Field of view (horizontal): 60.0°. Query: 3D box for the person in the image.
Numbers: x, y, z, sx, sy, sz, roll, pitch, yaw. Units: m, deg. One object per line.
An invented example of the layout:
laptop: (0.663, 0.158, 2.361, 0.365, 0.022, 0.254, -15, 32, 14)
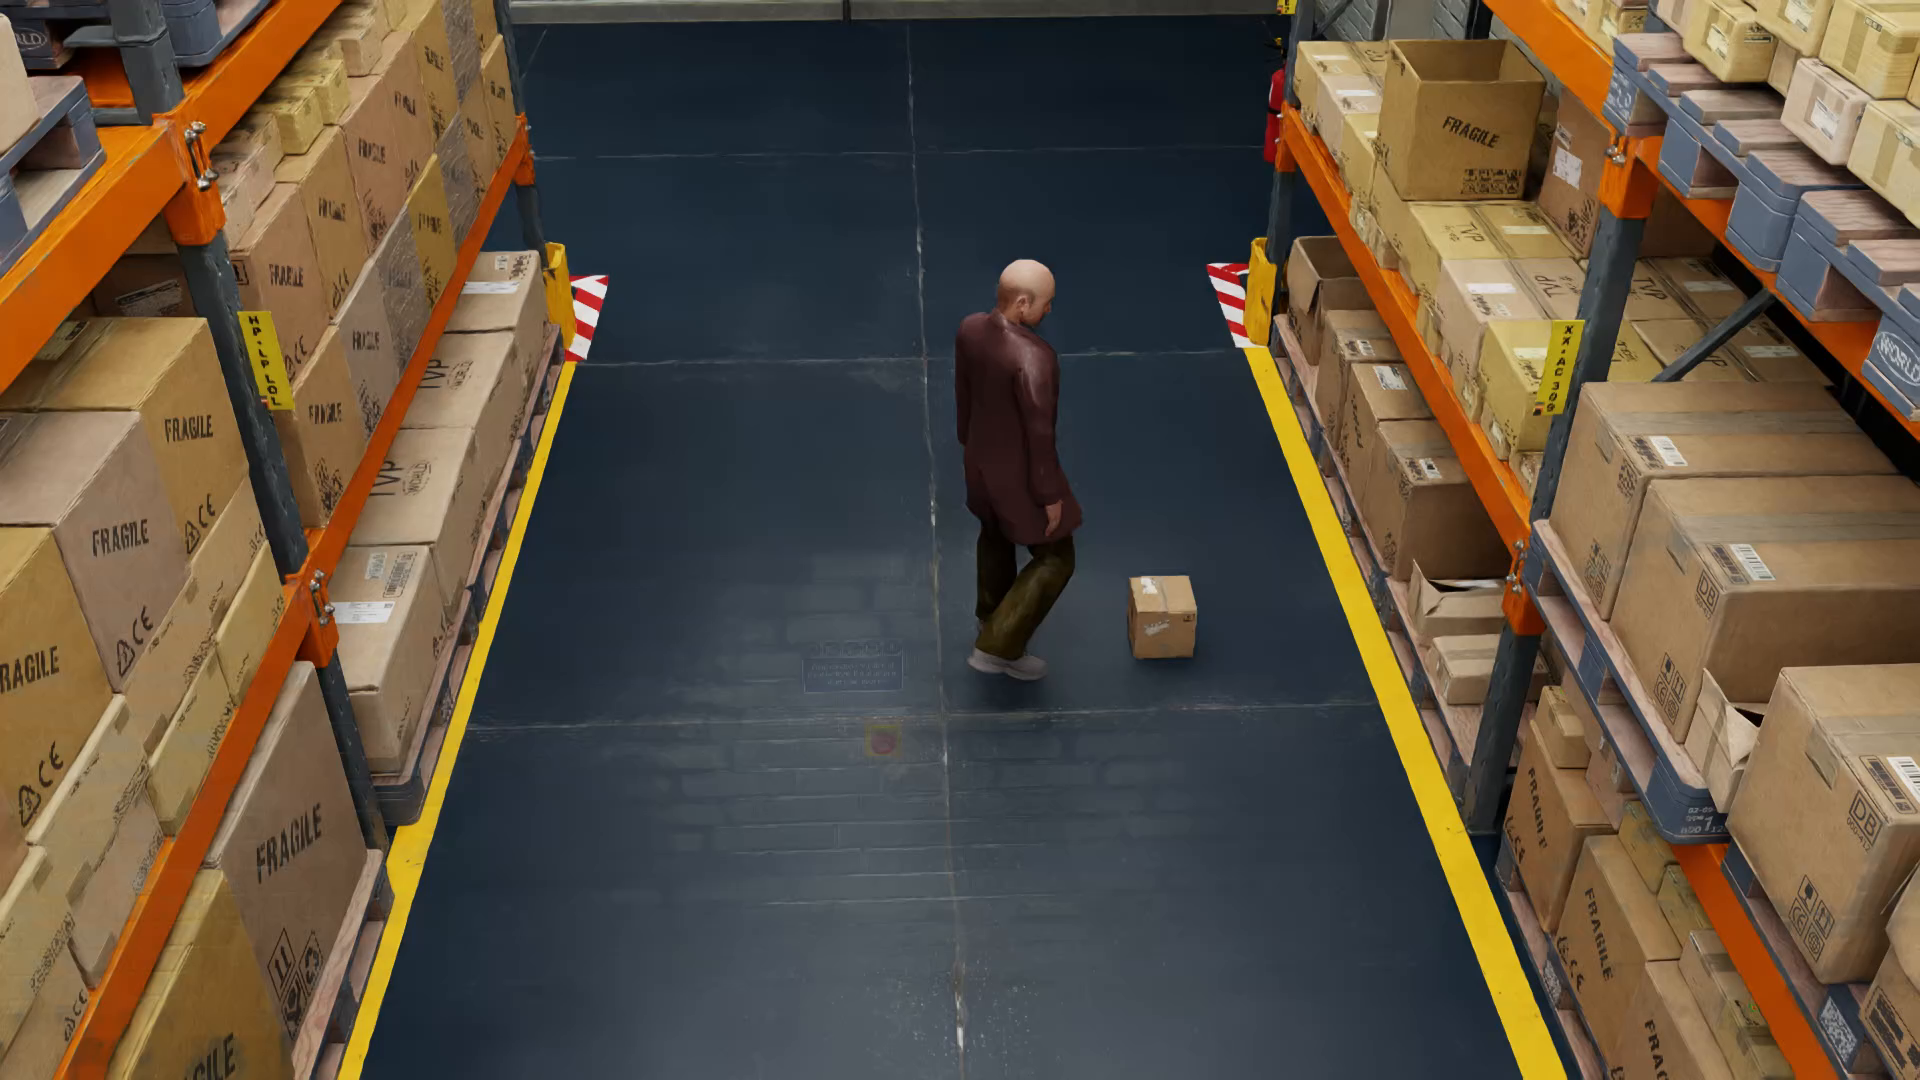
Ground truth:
person: (0.190, -0.272, 6.542, 0.658, 1.771, 0.682, -22, 40, -28)
